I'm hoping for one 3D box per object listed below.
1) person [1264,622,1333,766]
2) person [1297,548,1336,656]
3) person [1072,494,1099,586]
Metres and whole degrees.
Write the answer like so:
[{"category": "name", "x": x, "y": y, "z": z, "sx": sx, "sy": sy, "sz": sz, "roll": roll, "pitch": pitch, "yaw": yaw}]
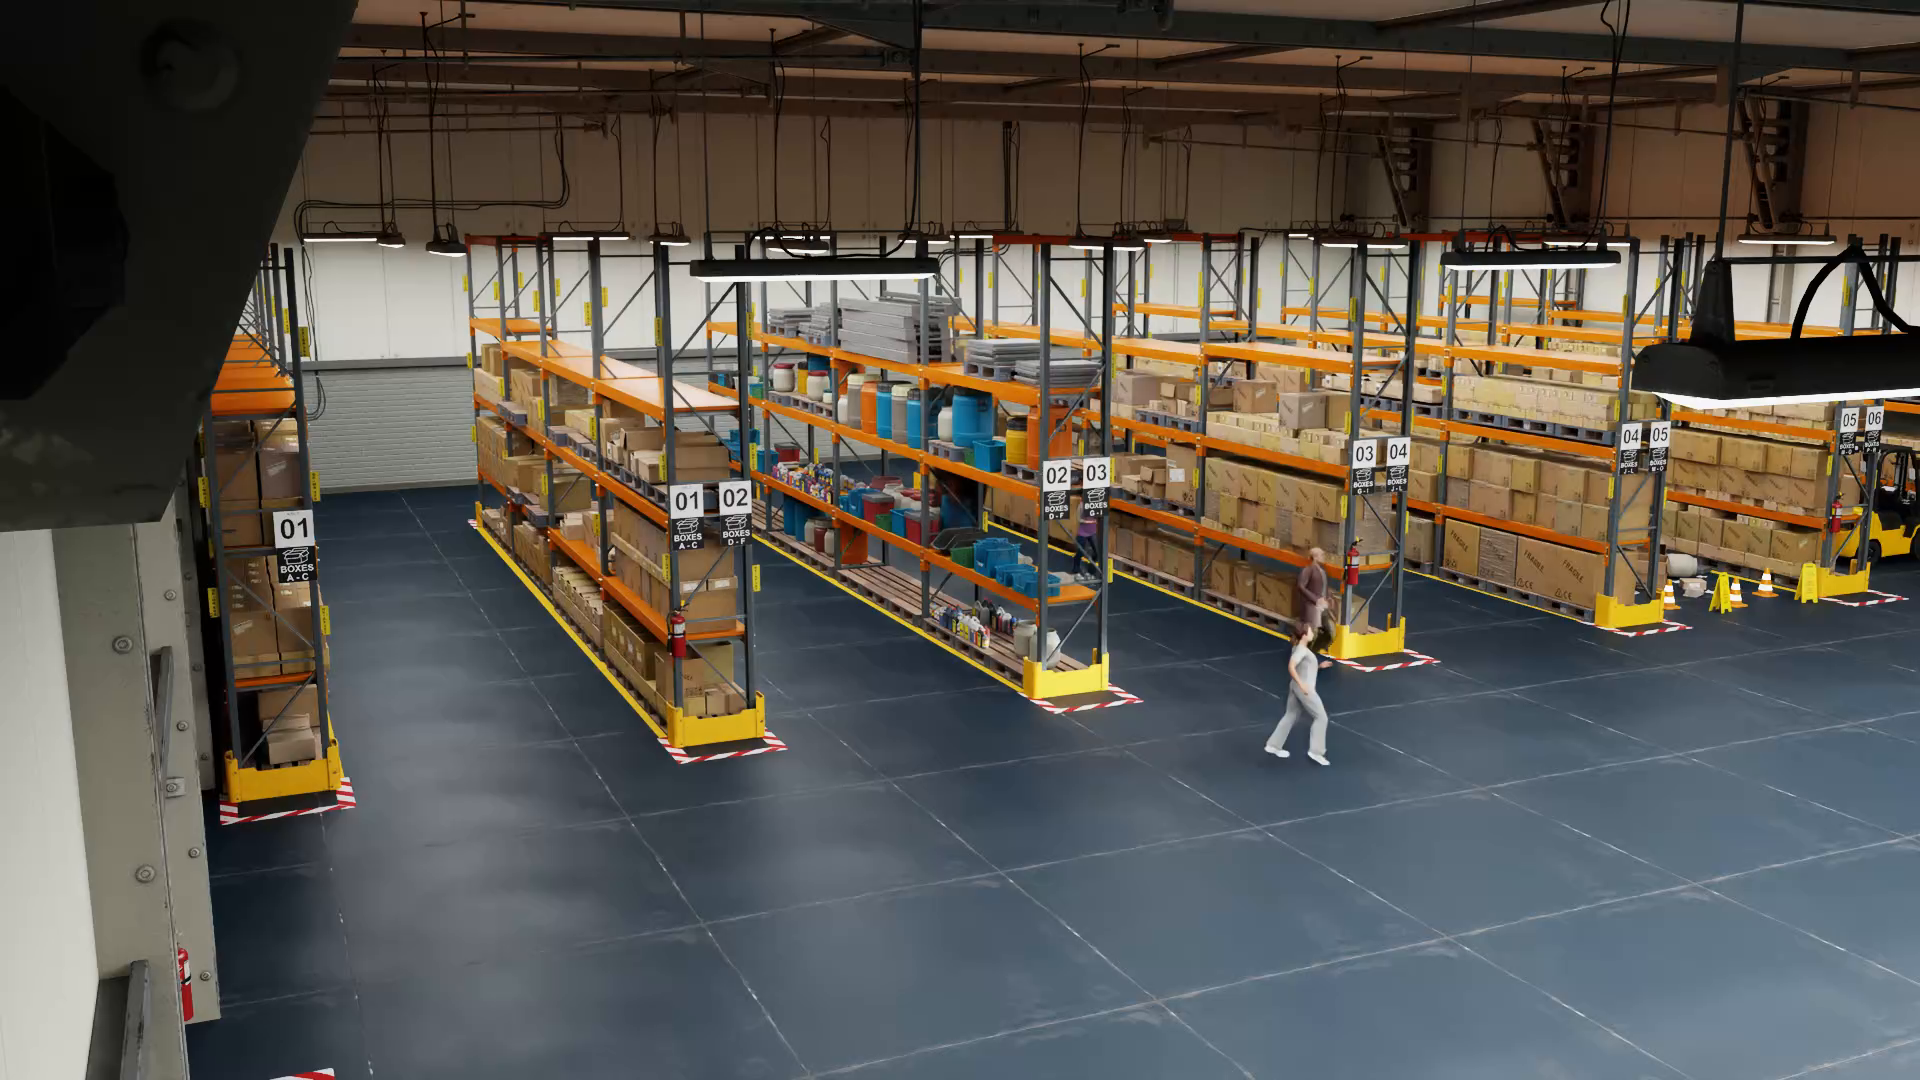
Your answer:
[{"category": "person", "x": 3.985, "y": 1.801, "z": 19.430, "sx": 0.746, "sy": 1.725, "sz": 0.536, "roll": -1, "pitch": 11, "yaw": -6}, {"category": "person", "x": 5.062, "y": 0.978, "z": 23.542, "sx": 0.790, "sy": 1.732, "sz": 0.608, "roll": -11, "pitch": 15, "yaw": -43}, {"category": "person", "x": 2.139, "y": -0.054, "z": 27.747, "sx": 0.508, "sy": 1.655, "sz": 0.659, "roll": -8, "pitch": 13, "yaw": -35}]
